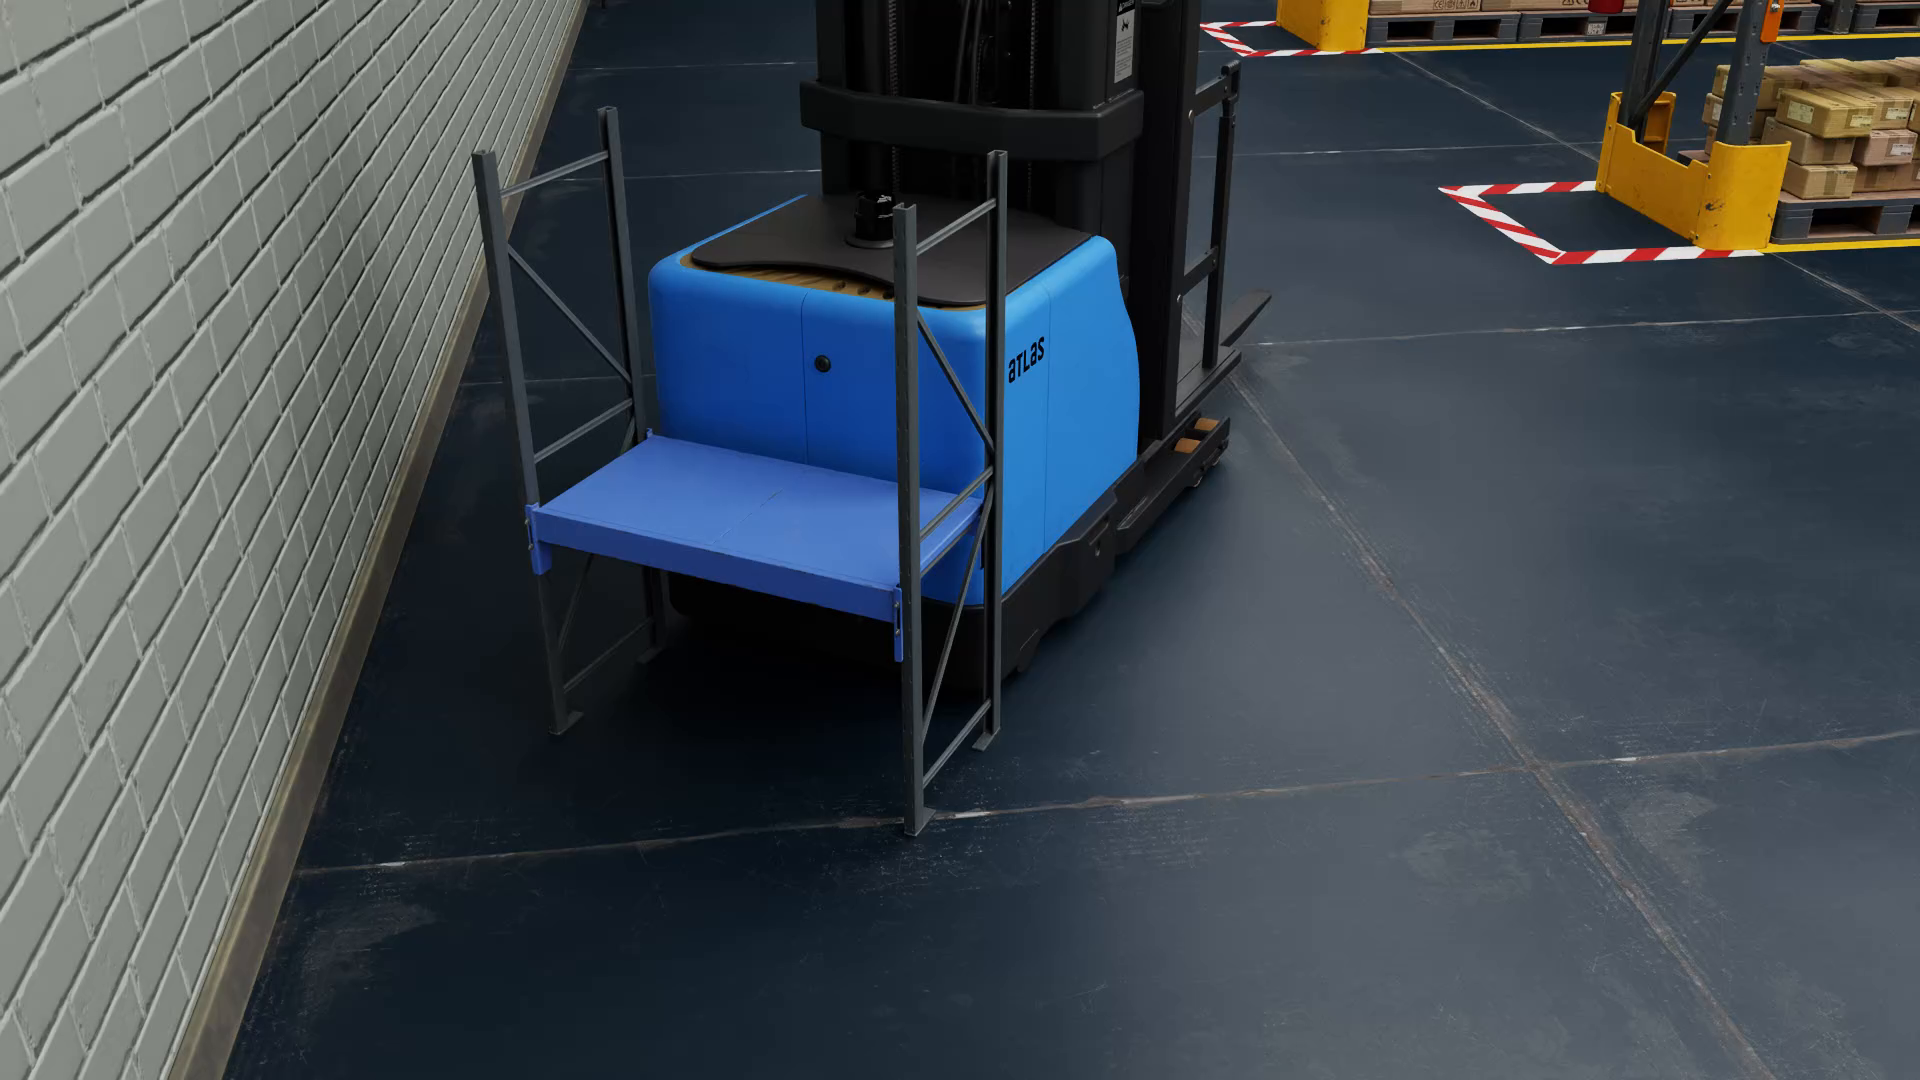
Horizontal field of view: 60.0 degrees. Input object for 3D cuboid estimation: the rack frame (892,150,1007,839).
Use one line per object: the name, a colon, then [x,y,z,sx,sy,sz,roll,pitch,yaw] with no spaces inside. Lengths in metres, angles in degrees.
rack frame: [-0.014,-0.075,3.754,0.032,1.500,0.500,12,29,22]

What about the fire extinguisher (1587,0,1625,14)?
fire extinguisher: [3.259,-2.972,8.250,0.183,0.674,0.296,-4,27,-7]

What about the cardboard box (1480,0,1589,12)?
cardboard box: [4.328,-4.407,12.900,0.875,0.438,0.875,-3,27,-6]

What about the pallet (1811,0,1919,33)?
pallet: [7.497,-4.308,13.415,1.213,0.211,1.003,-4,27,-7]

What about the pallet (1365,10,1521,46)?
pallet: [3.564,-4.057,12.925,1.213,0.211,1.003,-4,27,-7]

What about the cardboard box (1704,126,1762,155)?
cardboard box: [4.065,-2.026,8.576,0.250,0.149,0.380,-3,27,-6]

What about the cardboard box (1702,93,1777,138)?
cardboard box: [4.055,-2.193,8.576,0.250,0.149,0.380,-4,27,-8]

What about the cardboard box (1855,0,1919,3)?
cardboard box: [7.347,-4.783,13.153,0.875,0.875,0.875,-3,27,-6]

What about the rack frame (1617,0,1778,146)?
rack frame: [3.573,-2.980,7.772,0.127,3.000,1.000,-4,27,-7]

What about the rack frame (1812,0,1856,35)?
rack frame: [6.744,-5.466,12.616,0.127,3.000,1.000,-4,27,-7]

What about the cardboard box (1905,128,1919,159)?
cardboard box: [4.636,-1.996,8.190,0.250,0.149,0.380,-3,27,-6]

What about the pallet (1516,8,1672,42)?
pallet: [4.769,-4.133,13.074,1.213,0.211,1.003,-4,27,-7]

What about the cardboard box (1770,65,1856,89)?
cardboard box: [4.318,-2.301,8.461,0.250,0.149,0.380,-3,27,-6]

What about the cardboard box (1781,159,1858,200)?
cardboard box: [4.136,-1.787,8.110,0.250,0.149,0.380,-3,27,-6]

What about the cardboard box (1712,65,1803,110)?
cardboard box: [4.062,-2.311,8.480,0.250,0.149,0.380,-3,27,-7]

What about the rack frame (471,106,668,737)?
rack frame: [-0.939,-0.268,4.130,0.032,1.500,0.500,12,29,22]

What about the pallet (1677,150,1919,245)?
pallet: [4.457,-1.780,8.488,1.213,0.211,1.003,-4,27,-7]

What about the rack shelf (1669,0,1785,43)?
rack shelf: [5.553,-2.787,8.184,4.000,0.370,1.077,-4,27,-7]

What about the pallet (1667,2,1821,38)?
pallet: [5.980,-4.212,13.228,1.213,0.211,1.003,-4,27,-7]

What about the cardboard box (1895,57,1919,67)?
cardboard box: [5.081,-2.405,8.663,0.250,0.149,0.380,-3,27,-5]

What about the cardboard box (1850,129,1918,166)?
cardboard box: [4.406,-1.940,8.082,0.250,0.149,0.380,-4,27,-7]

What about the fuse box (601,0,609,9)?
fuse box: [-2.946,-5.228,13.564,0.414,1.711,0.539,-4,27,-7]

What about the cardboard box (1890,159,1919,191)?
cardboard box: [4.629,-1.860,8.251,0.250,0.149,0.380,-3,27,-7]

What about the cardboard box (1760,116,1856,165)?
cardboard box: [4.127,-1.948,8.098,0.250,0.149,0.380,-3,27,-5]

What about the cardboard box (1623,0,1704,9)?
cardboard box: [5.221,-4.464,13.011,0.875,0.438,0.875,-4,27,-9]

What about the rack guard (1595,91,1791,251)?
rack guard: [3.648,-1.873,8.352,0.348,0.500,1.175,-4,27,-7]

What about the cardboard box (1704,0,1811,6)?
cardboard box: [6.107,-4.521,13.122,0.875,0.438,0.875,-4,27,-8]

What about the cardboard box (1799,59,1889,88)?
cardboard box: [4.557,-2.375,8.605,0.250,0.149,0.380,-4,27,-8]

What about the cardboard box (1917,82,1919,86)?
cardboard box: [4.896,-2.126,8.119,0.250,0.149,0.380,-5,28,-10]

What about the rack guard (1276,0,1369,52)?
rack guard: [2.759,-4.098,12.688,0.348,0.500,1.175,-4,27,-7]

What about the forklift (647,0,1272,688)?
forklift: [0.281,-1.561,5.081,1.130,2.935,3.031,13,30,23]

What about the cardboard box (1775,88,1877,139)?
cardboard box: [4.139,-2.043,7.957,0.250,0.149,0.380,-5,28,-9]

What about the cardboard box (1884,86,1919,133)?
cardboard box: [4.662,-2.073,8.015,0.250,0.149,0.380,-4,27,-7]

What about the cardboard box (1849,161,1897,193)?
cardboard box: [4.384,-1.841,8.214,0.250,0.149,0.380,-4,27,-7]

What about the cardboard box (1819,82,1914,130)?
cardboard box: [4.395,-2.115,8.097,0.250,0.149,0.380,-3,27,-6]

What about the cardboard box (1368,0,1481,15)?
cardboard box: [3.422,-4.345,12.780,0.875,0.438,0.875,-5,28,-9]

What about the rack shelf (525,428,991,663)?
rack shelf: [-0.476,-0.012,4.024,1.000,0.185,0.538,12,29,22]

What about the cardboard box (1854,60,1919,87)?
cardboard box: [4.822,-2.363,8.581,0.250,0.149,0.380,-5,28,-9]

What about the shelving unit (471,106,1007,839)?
shelving unit: [-0.476,-0.172,3.942,1.048,1.500,0.538,12,29,22]
